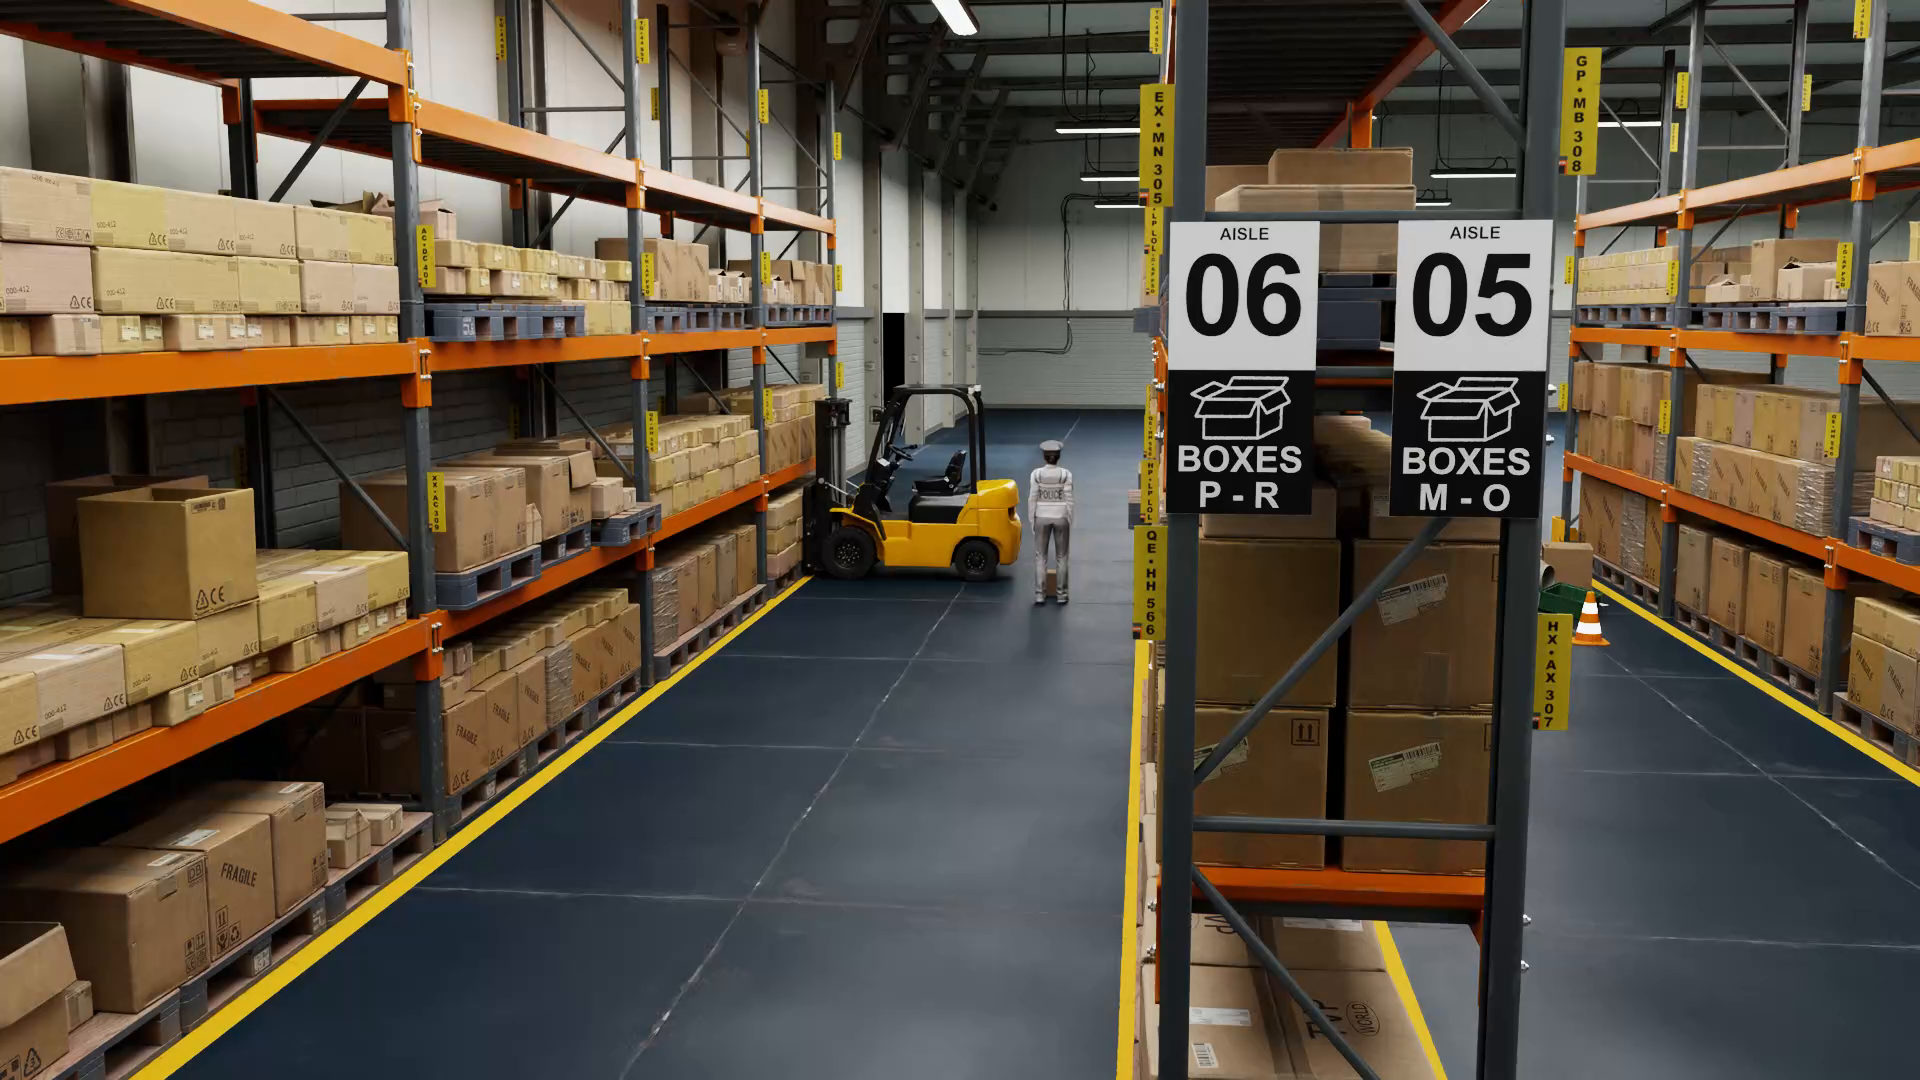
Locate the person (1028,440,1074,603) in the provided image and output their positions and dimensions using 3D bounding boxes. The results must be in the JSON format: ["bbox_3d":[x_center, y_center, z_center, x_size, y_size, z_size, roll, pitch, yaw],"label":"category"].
[{"bbox_3d":[0.937,-0.165,17.128,0.466,1.723,0.343,1,8,7],"label":"person"}]
